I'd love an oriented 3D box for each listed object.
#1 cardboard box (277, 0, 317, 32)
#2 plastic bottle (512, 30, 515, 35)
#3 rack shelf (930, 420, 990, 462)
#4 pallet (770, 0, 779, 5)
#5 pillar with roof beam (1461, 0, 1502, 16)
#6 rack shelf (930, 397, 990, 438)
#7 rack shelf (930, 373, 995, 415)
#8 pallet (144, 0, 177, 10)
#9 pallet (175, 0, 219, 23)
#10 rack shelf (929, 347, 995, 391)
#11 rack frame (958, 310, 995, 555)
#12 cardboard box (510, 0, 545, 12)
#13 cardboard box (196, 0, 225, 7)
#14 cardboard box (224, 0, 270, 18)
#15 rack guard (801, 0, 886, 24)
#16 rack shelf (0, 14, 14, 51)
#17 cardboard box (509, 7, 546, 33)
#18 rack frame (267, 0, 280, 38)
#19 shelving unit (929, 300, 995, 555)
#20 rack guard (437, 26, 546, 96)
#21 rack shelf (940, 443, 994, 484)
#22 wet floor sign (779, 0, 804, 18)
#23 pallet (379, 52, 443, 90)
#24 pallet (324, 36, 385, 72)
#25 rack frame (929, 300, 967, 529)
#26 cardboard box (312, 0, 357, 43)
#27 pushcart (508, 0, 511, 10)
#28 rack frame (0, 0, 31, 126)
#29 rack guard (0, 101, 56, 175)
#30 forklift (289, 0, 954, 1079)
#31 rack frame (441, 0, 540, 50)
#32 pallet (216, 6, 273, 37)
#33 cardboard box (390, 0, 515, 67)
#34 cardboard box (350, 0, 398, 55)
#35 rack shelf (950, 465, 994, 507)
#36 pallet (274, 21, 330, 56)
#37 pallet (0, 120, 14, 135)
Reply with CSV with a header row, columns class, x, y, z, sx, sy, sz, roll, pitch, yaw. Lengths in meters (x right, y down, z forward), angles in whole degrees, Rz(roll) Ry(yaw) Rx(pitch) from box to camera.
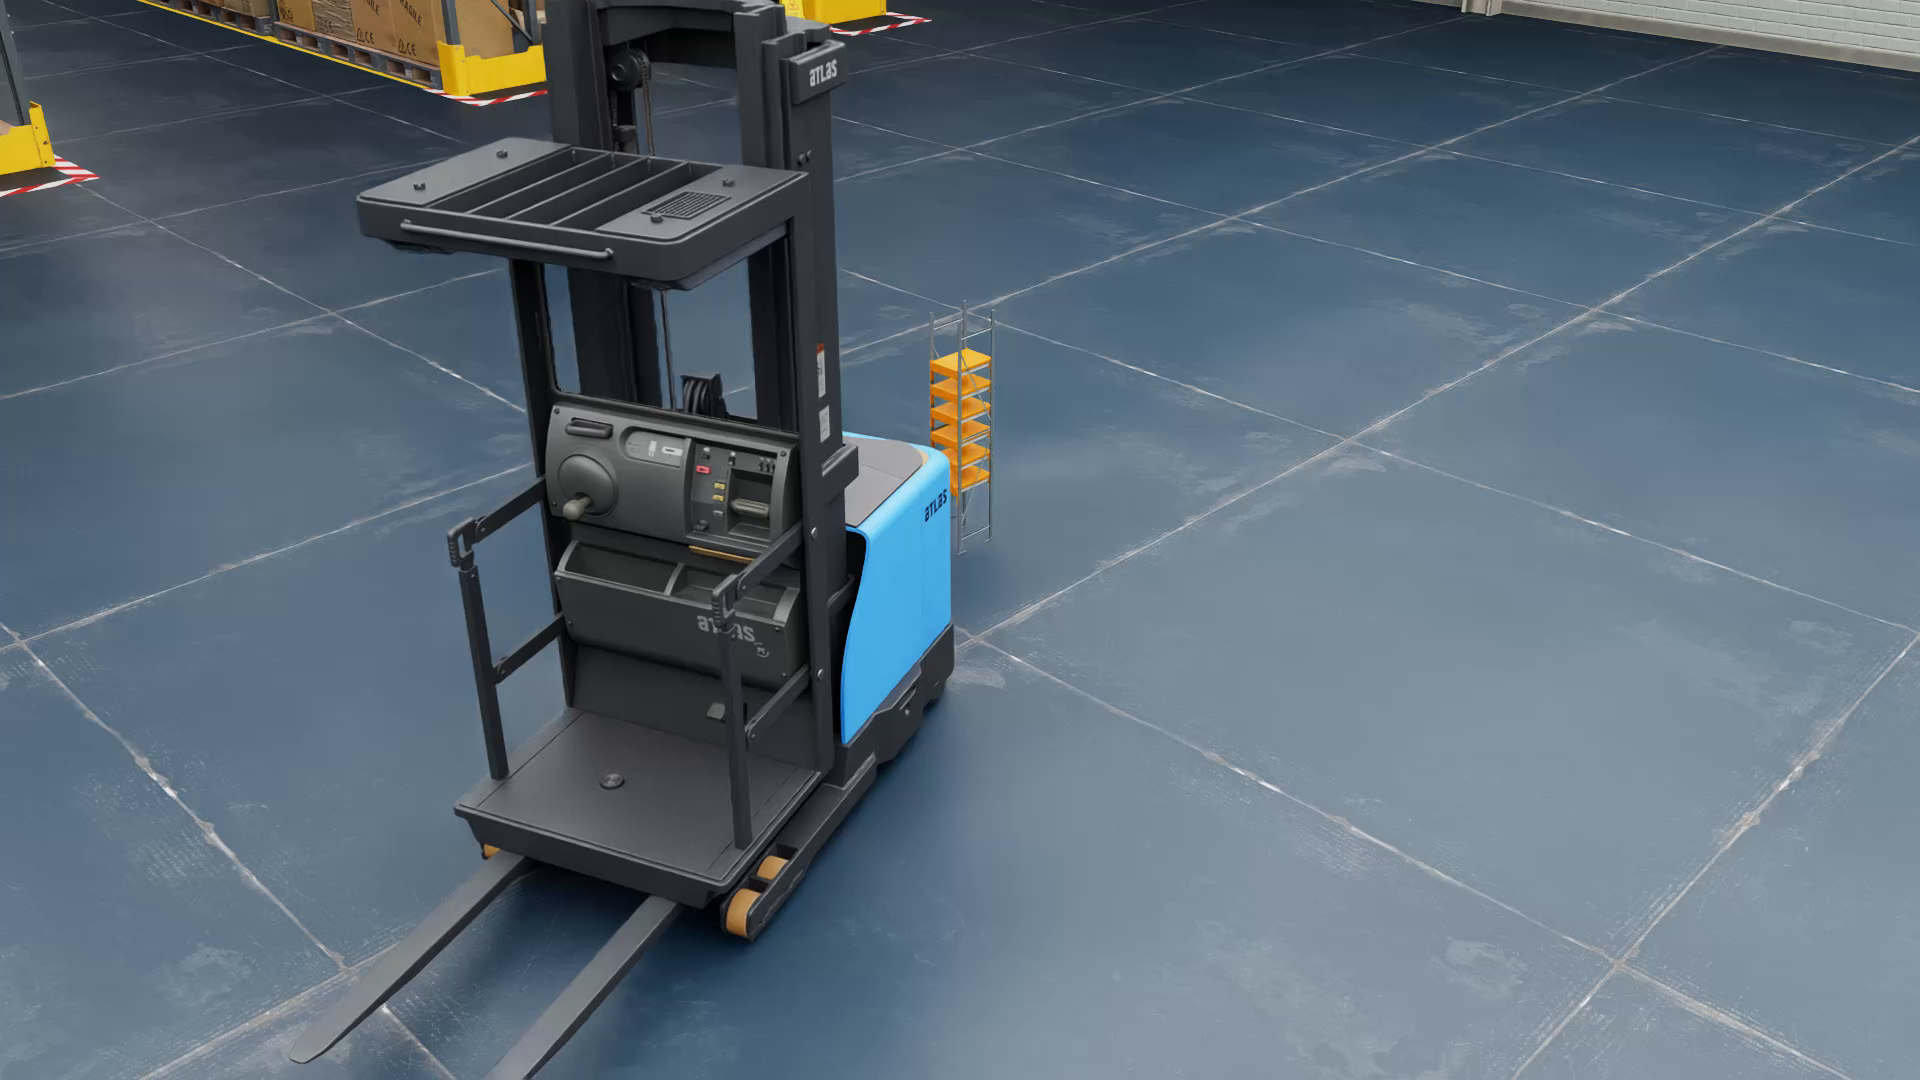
class,x,y,z,sx,sy,sz,roll,pitch,yaw
cardboard box,-7.219,-6.361,18.956,0.875,0.875,0.875,-25,36,-38
plastic bottle,-5.336,-5.928,19.458,0.133,0.061,0.283,12,30,22
rack shelf,0.010,-0.487,7.982,0.180,0.103,0.258,25,36,38
pallet,-1.976,-6.782,20.921,1.213,0.211,1.003,25,36,38
pillar with roof beam,3.506,-9.158,15.998,0.400,9.000,9.100,25,36,38
rack shelf,0.010,-0.593,7.927,0.180,0.103,0.258,25,36,38
rack shelf,0.010,-0.699,7.871,0.180,0.103,0.258,25,36,38
pallet,-9.961,-7.133,21.588,1.213,0.211,1.003,25,36,38
pallet,-9.095,-6.735,20.831,1.213,0.211,1.003,25,36,38
rack shelf,0.010,-0.806,7.815,0.180,0.103,0.258,25,36,38
rack frame,0.076,-0.496,7.905,0.006,1.200,0.240,25,36,38
cardboard box,-5.067,-6.705,20.315,0.503,0.637,0.797,25,36,38
cardboard box,-8.809,-7.023,20.349,0.750,0.750,1.050,25,36,38
cardboard box,-8.124,-6.707,19.748,0.750,0.750,1.050,24,36,38
rack guard,-1.422,-6.633,20.327,0.348,0.500,1.175,25,36,38
rack shelf,-9.741,-4.760,14.852,4.000,0.370,1.077,25,36,38
cardboard box,-5.101,-6.184,19.726,0.396,0.266,0.258,-18,33,-31
rack frame,-7.618,-7.344,18.994,0.127,3.000,1.000,25,36,38
shelving unit,0.010,-0.526,7.962,0.189,1.200,0.258,25,36,38
rack guard,-4.749,-4.925,17.078,0.348,0.500,1.175,25,36,38
rack shelf,0.010,-0.381,8.038,0.180,0.103,0.258,25,36,38
wet floor sign,-1.982,-6.255,19.453,0.267,0.644,0.232,-13,30,-22
pallet,-5.391,-5.039,17.607,1.213,0.211,1.003,25,36,38
pallet,-6.256,-5.437,18.364,1.213,0.211,1.003,25,36,38
rack frame,-0.055,-0.556,8.019,0.006,1.200,0.240,25,36,38
cardboard box,-6.573,-6.068,18.399,0.875,0.875,0.875,25,37,39
pushcart,-5.783,-7.086,21.321,0.936,0.377,1.648,12,30,22
rack frame,-8.315,-4.426,13.444,0.127,3.000,1.000,25,36,38
rack guard,-8.369,-3.344,14.073,0.348,0.500,1.175,25,36,38
forklift,-1.071,-0.166,5.417,1.130,2.935,3.031,11,30,20
rack frame,-4.766,-6.039,16.511,0.127,3.000,1.000,25,36,38
pallet,-8.221,-6.336,20.074,1.213,0.211,1.003,25,36,38
cardboard box,-5.296,-5.484,17.287,0.875,0.875,0.875,25,37,39
cardboard box,-5.925,-5.770,17.832,0.875,0.875,0.875,24,36,38
rack shelf,0.010,-0.275,8.094,0.180,0.103,0.258,25,36,38
pallet,-7.131,-5.836,19.121,1.213,0.211,1.003,25,36,38
pallet,-8.924,-3.493,14.666,1.213,0.211,1.003,25,36,38
